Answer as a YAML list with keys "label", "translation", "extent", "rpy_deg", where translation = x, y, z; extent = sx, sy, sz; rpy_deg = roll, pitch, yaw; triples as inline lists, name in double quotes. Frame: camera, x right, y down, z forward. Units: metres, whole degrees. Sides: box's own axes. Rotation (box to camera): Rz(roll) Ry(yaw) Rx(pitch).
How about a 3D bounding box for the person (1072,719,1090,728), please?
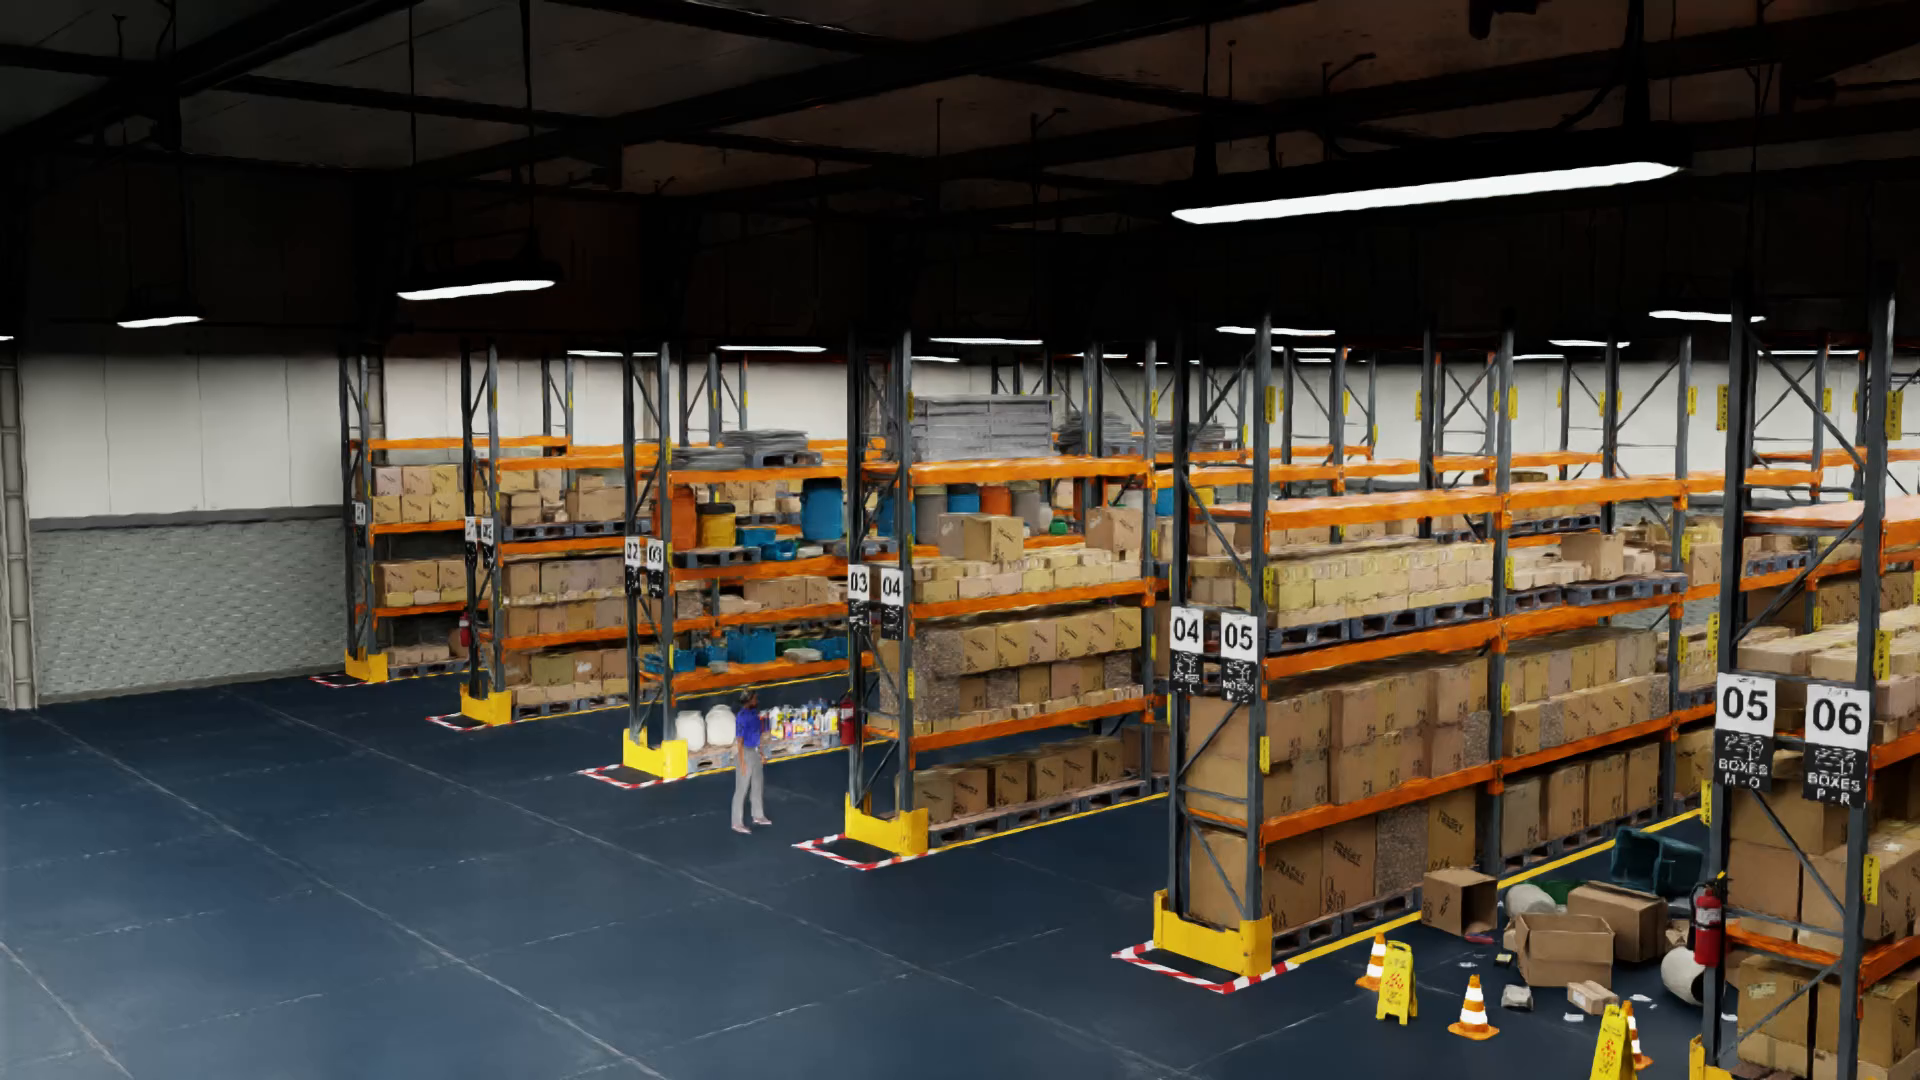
- label: "person"
  translation: [2.029, 1.975, 25.631]
  extent: [0.673, 1.763, 0.580]
  rpy_deg: [-1, 5, -11]

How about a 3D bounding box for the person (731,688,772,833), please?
- label: "person"
  translation: [-2.454, 2.573, 19.594]
  extent: [0.414, 1.666, 0.506]
  rpy_deg: [2, 5, 18]
